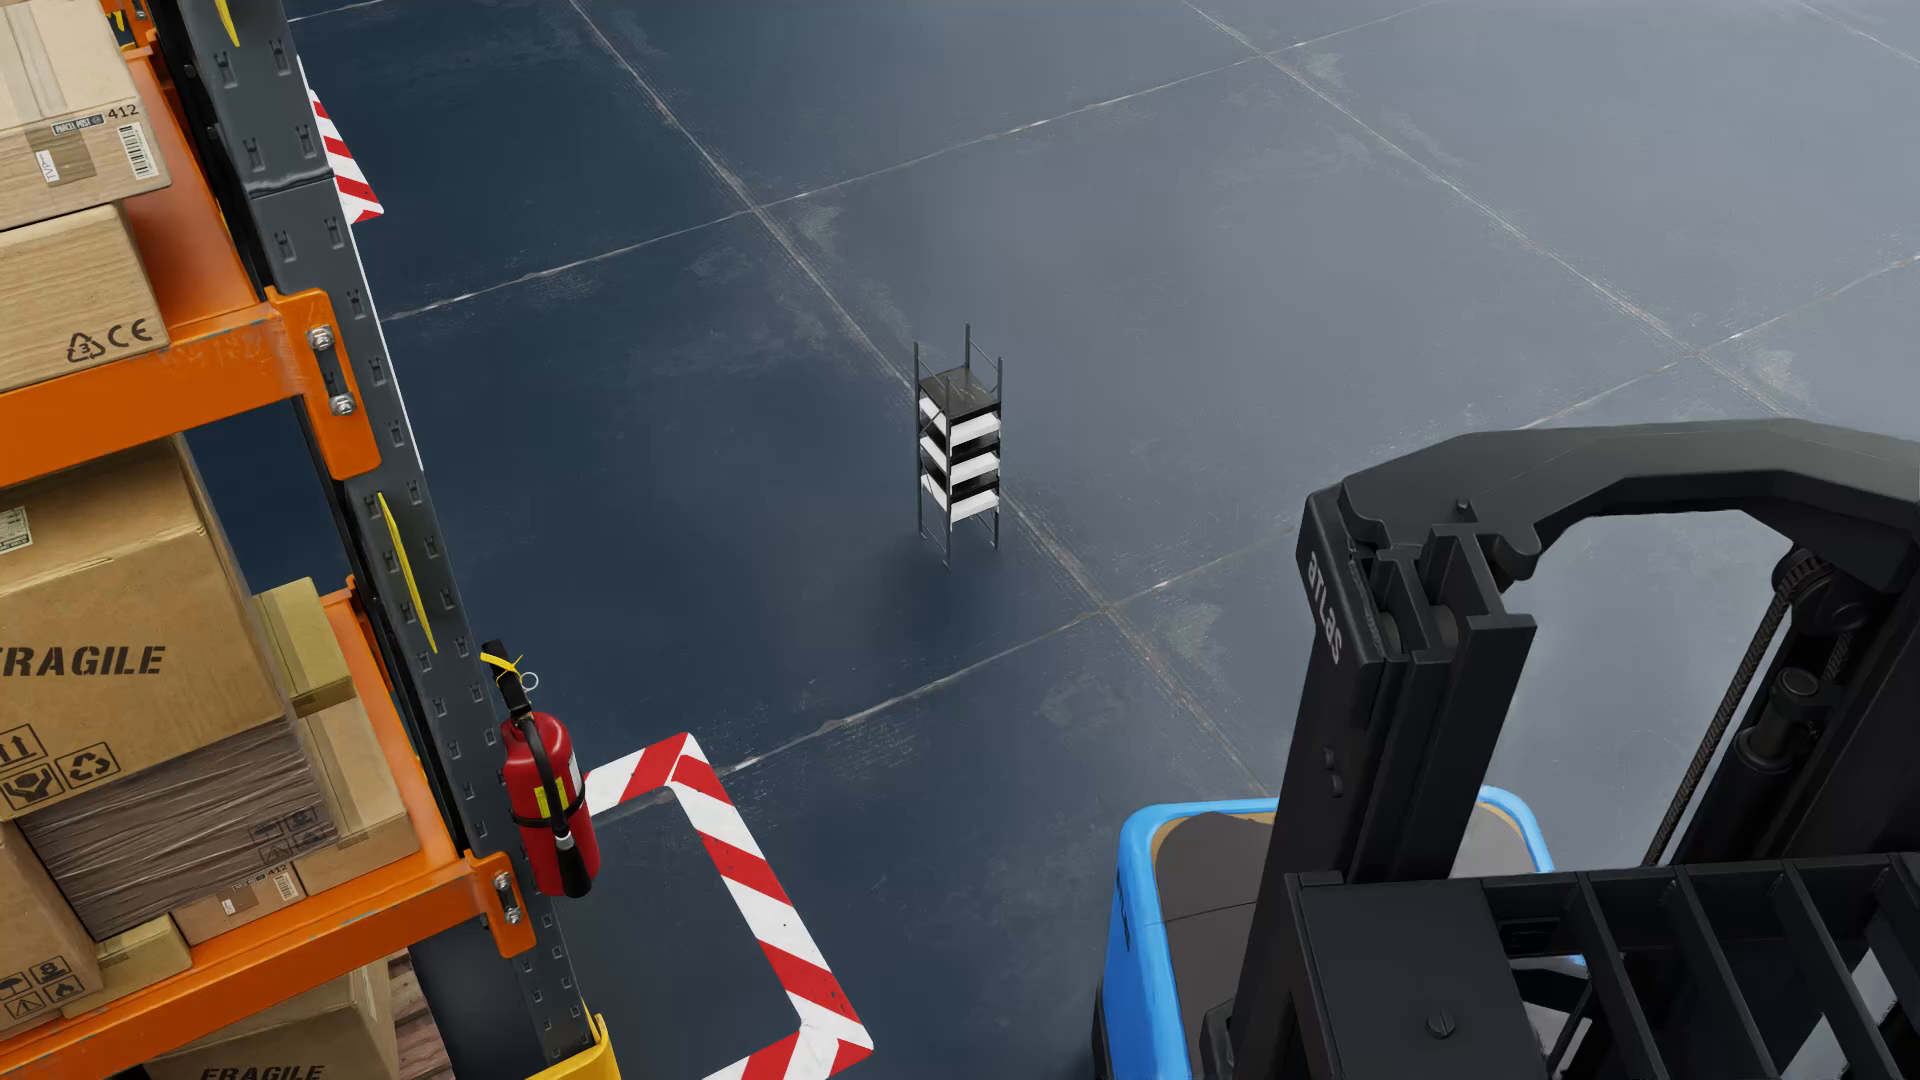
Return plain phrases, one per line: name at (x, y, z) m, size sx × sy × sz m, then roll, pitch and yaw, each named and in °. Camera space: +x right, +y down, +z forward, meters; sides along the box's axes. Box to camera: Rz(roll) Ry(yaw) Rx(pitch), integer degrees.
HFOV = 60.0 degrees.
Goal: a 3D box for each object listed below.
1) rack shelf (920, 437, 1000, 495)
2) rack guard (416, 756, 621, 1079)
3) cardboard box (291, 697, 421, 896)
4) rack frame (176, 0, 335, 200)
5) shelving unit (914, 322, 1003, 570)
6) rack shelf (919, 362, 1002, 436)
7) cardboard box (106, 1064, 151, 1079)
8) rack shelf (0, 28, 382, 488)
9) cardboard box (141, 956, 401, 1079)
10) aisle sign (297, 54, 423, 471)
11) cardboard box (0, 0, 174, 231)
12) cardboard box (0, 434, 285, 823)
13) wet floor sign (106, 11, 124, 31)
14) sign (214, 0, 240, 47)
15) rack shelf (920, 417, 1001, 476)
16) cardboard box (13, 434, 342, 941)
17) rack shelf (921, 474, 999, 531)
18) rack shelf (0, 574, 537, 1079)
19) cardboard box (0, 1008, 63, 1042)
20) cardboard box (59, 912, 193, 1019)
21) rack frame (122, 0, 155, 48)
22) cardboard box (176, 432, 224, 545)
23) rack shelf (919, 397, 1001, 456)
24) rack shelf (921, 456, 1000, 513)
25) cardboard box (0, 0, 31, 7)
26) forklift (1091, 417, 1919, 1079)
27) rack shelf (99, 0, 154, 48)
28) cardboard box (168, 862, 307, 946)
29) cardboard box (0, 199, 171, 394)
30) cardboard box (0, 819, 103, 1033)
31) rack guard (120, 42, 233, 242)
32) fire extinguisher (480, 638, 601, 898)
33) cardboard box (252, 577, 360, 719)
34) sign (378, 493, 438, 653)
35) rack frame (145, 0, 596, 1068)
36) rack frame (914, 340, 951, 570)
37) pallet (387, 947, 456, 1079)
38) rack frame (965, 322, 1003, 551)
rack shelf at (-0.007, -0.296, 5.957) m, size 0.200 × 0.077 × 0.258 m, roll -22°, pitch 48°, yaw -21°
rack guard at (-1.311, 1.173, 4.682) m, size 0.348 × 0.500 × 1.175 m, roll -22°, pitch 48°, yaw -21°
cardboard box at (-1.390, 0.563, 3.696) m, size 0.250 × 0.149 × 0.380 m, roll -22°, pitch 48°, yaw -21°
rack frame at (-1.245, -1.903, 1.750) m, size 0.127 × 3.000 × 1.000 m, roll -22°, pitch 48°, yaw -21°
shelving unit at (-0.007, -0.320, 5.934) m, size 0.210 × 0.900 × 0.258 m, roll -22°, pitch 48°, yaw -21°
rack shelf at (-0.007, -0.490, 5.769) m, size 0.200 × 0.077 × 0.258 m, roll -22°, pitch 48°, yaw -21°
cardboard box at (-2.296, 1.431, 4.115) m, size 0.500 × 0.500 × 0.500 m, roll -10°, pitch 45°, yaw -10°
rack shelf at (-2.979, 0.125, 2.330) m, size 4.000 × 0.370 × 1.077 m, roll -22°, pitch 48°, yaw -21°
cardboard box at (-1.795, 1.203, 4.350) m, size 0.500 × 0.500 × 0.500 m, roll -14°, pitch 46°, yaw -14°
aisle sign at (-1.042, -0.524, 2.769) m, size 0.004 × 0.787 × 0.394 m, roll -22°, pitch 48°, yaw -21°
cardboard box at (-1.331, -0.631, 2.414) m, size 0.250 × 0.149 × 0.380 m, roll -22°, pitch 48°, yaw -21°
cardboard box at (-1.599, 0.088, 3.002) m, size 0.500 × 0.500 × 0.500 m, roll -22°, pitch 48°, yaw -21°
wet floor sign at (-4.590, -3.141, 9.024) m, size 0.232 × 0.644 × 0.267 m, roll -30°, pitch 52°, yaw -27°
sign at (-0.986, -0.802, 2.133) m, size 0.005 × 0.325 × 0.100 m, roll -22°, pitch 48°, yaw -21°
rack shelf at (-0.007, -0.361, 5.894) m, size 0.200 × 0.077 × 0.258 m, roll -22°, pitch 48°, yaw -21°
cardboard box at (-1.736, 0.281, 3.521) m, size 0.500 × 0.500 × 0.875 m, roll -22°, pitch 48°, yaw -21°
rack shelf at (-0.007, -0.167, 6.082) m, size 0.200 × 0.077 × 0.258 m, roll -22°, pitch 48°, yaw -21°
rack shelf at (-2.979, 1.202, 3.374) m, size 4.000 × 0.370 × 1.077 m, roll -22°, pitch 48°, yaw -21°
cardboard box at (-2.022, 0.845, 3.406) m, size 0.250 × 0.149 × 0.380 m, roll -22°, pitch 48°, yaw -21°
cardboard box at (-1.798, 0.768, 3.486) m, size 0.250 × 0.149 × 0.380 m, roll -22°, pitch 48°, yaw -21°
rack frame at (-3.629, -2.781, 6.961) m, size 0.127 × 3.000 × 1.000 m, roll -22°, pitch 48°, yaw -21°
cardboard box at (-1.858, -0.226, 3.325) m, size 0.500 × 0.500 × 0.500 m, roll -22°, pitch 48°, yaw -21°
rack shelf at (-0.007, -0.425, 5.832) m, size 0.200 × 0.077 × 0.258 m, roll -22°, pitch 48°, yaw -21°
rack shelf at (-0.007, -0.232, 6.020) m, size 0.200 × 0.077 × 0.258 m, roll -22°, pitch 48°, yaw -21°
cardboard box at (-1.599, -0.960, 2.753) m, size 0.250 × 0.149 × 0.380 m, roll -22°, pitch 48°, yaw -21°
forklift at (0.992, 1.368, 2.736) m, size 1.130 × 2.935 × 3.031 m, roll -3°, pitch 44°, yaw -3°
rack shelf at (-5.363, -1.828, 6.497) m, size 4.000 × 0.370 × 1.077 m, roll -22°, pitch 48°, yaw -21°
cardboard box at (-1.607, 0.650, 3.607) m, size 0.250 × 0.149 × 0.380 m, roll -22°, pitch 48°, yaw -21°
cardboard box at (-1.537, -0.452, 2.516) m, size 0.500 × 0.250 × 0.500 m, roll -21°, pitch 48°, yaw -20°
cardboard box at (-2.110, 0.527, 3.268) m, size 0.500 × 0.500 × 0.875 m, roll -22°, pitch 48°, yaw -21°
rack guard at (-3.608, -1.892, 7.840) m, size 0.348 × 0.500 × 1.175 m, roll -22°, pitch 48°, yaw -21°
fire extinguisher at (-0.916, 0.516, 3.620) m, size 0.183 × 0.674 × 0.296 m, roll -22°, pitch 48°, yaw -21°
cardboard box at (-1.611, 0.295, 3.973) m, size 0.250 × 0.149 × 0.380 m, roll -22°, pitch 48°, yaw -21°
sign at (-0.986, 0.063, 2.973) m, size 0.005 × 0.325 × 0.100 m, roll -22°, pitch 48°, yaw -21°
rack frame at (-1.245, 0.250, 3.839) m, size 0.127 × 3.000 × 1.000 m, roll -22°, pitch 48°, yaw -21°
rack frame at (-0.095, -0.285, 5.897) m, size 0.006 × 0.900 × 0.240 m, roll -22°, pitch 48°, yaw -21°
pallet at (-2.033, 1.537, 4.514) m, size 1.213 × 0.211 × 1.003 m, roll -22°, pitch 48°, yaw -21°
rack frame at (0.081, -0.355, 5.970) m, size 0.006 × 0.900 × 0.240 m, roll -22°, pitch 48°, yaw -21°
